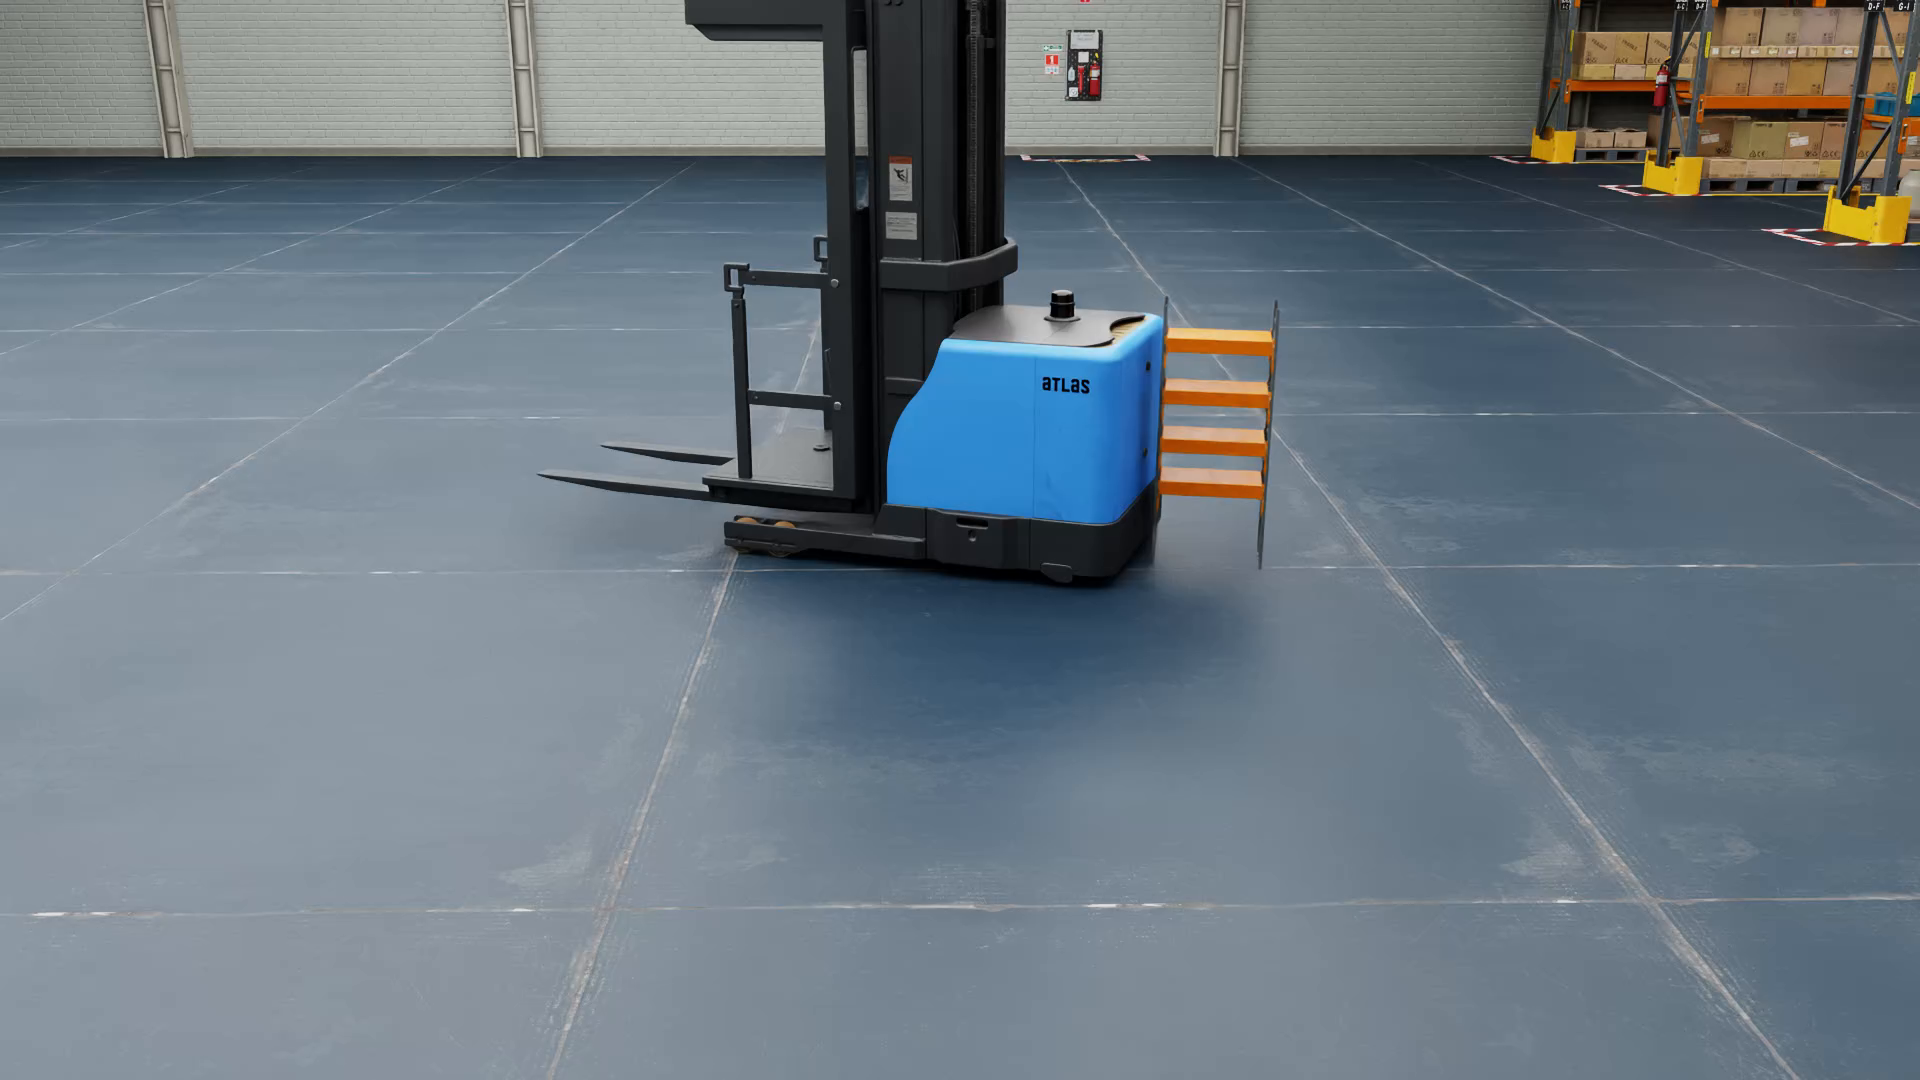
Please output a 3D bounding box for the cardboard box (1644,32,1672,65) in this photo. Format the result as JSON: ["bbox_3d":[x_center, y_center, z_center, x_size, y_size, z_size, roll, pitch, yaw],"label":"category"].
[{"bbox_3d":[11.407,-8.060,27.248,0.500,0.500,0.500,-1,18,-3],"label":"cardboard box"}]

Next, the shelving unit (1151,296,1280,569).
[{"bbox_3d":[1.157,-0.486,7.583,0.503,1.200,0.258,3,19,7],"label":"shelving unit"}]

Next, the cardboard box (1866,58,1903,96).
[{"bbox_3d":[12.523,-6.399,22.920,0.500,0.500,0.700,0,18,0],"label":"cardboard box"}]

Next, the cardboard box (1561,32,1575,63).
[{"bbox_3d":[10.382,-8.217,27.737,0.500,0.500,0.500,0,18,-1],"label":"cardboard box"}]

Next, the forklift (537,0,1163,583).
[{"bbox_3d":[-0.589,-1.459,7.797,3.031,2.935,1.130,6,19,18],"label":"forklift"}]

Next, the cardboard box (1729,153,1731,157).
[{"bbox_3d":[11.027,-5.331,23.570,0.500,0.250,0.500,0,18,-1],"label":"cardboard box"}]

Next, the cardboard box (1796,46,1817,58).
[{"bbox_3d":[11.424,-6.640,22.609,0.250,0.149,0.380,-1,18,-3],"label":"cardboard box"}]

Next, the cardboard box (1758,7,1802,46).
[{"bbox_3d":[11.041,-7.010,22.701,0.500,0.500,0.700,-1,18,-2],"label":"cardboard box"}]

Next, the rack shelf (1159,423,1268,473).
[{"bbox_3d":[1.156,-0.422,7.604,0.480,0.148,0.258,3,19,7],"label":"rack shelf"}]

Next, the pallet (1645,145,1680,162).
[{"bbox_3d":[12.019,-6.525,28.043,1.213,0.211,1.003,0,18,-1],"label":"pallet"}]

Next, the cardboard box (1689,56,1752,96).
[{"bbox_3d":[10.463,-6.388,22.885,0.500,0.500,0.700,0,18,-1],"label":"cardboard box"}]

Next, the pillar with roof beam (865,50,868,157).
[{"bbox_3d":[-1.331,-9.606,23.260,0.400,9.000,9.100,0,18,-1],"label":"pillar with roof beam"}]

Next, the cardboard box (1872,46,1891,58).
[{"bbox_3d":[12.457,-6.645,22.626,0.250,0.149,0.380,0,18,1],"label":"cardboard box"}]

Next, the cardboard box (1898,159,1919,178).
[{"bbox_3d":[13.035,-5.183,23.108,0.500,0.250,0.500,0,18,-1],"label":"cardboard box"}]

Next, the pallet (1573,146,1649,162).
[{"bbox_3d":[10.803,-6.520,28.028,1.213,0.211,1.003,0,18,-1],"label":"pallet"}]

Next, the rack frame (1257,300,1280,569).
[{"bbox_3d":[1.399,-0.472,7.551,0.015,1.200,0.240,3,19,7],"label":"rack frame"}]

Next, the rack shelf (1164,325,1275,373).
[{"bbox_3d":[1.161,-0.858,7.459,0.480,0.148,0.258,3,19,7],"label":"rack shelf"}]

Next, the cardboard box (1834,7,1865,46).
[{"bbox_3d":[12.046,-7.015,22.717,0.500,0.500,0.700,0,18,-1],"label":"cardboard box"}]

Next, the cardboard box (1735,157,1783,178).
[{"bbox_3d":[11.035,-5.170,23.069,0.500,0.250,0.500,0,18,-1],"label":"cardboard box"}]

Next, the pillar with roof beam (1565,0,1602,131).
[{"bbox_3d":[10.668,-9.664,23.441,0.400,9.000,9.100,0,18,-1],"label":"pillar with roof beam"}]

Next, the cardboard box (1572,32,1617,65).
[{"bbox_3d":[10.396,-8.060,27.248,0.500,0.500,0.500,0,18,-1],"label":"cardboard box"}]

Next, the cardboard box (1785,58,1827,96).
[{"bbox_3d":[11.484,-6.392,22.900,0.500,0.500,0.700,0,18,0],"label":"cardboard box"}]

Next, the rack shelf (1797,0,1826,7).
[{"bbox_3d":[15.913,-8.969,27.364,4.000,0.370,1.077,0,18,-1],"label":"rack shelf"}]

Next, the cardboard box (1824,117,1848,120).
[{"bbox_3d":[12.527,-5.697,23.483,0.500,0.500,0.500,0,18,-1],"label":"cardboard box"}]

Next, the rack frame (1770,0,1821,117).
[{"bbox_3d":[13.913,-7.874,27.682,0.127,3.000,1.000,0,18,-1],"label":"rack frame"}]

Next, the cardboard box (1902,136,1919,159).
[{"bbox_3d":[13.035,-5.541,22.996,0.500,0.500,0.500,0,18,-1],"label":"cardboard box"}]

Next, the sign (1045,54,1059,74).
[{"bbox_3d":[1.575,-8.139,28.449,0.234,0.329,0.001,0,18,-1],"label":"sign"}]

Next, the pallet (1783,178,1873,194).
[{"bbox_3d":[11.976,-5.035,23.398,1.213,0.211,1.003,0,18,-1],"label":"pallet"}]

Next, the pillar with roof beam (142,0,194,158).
[{"bbox_3d":[-13.329,-9.548,23.080,0.400,9.000,9.100,0,18,-1],"label":"pillar with roof beam"}]

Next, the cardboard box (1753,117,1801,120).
[{"bbox_3d":[11.527,-5.692,23.467,0.500,0.500,0.500,0,18,-1],"label":"cardboard box"}]

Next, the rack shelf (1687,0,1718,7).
[{"bbox_3d":[11.995,-7.437,22.587,4.000,0.370,1.077,0,18,-1],"label":"rack shelf"}]

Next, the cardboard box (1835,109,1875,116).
[{"bbox_3d":[15.089,-7.262,27.919,0.500,0.250,0.500,-1,18,-2],"label":"cardboard box"}]

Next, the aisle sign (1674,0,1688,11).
[{"bbox_3d":[9.925,-7.669,22.787,0.004,0.787,0.394,0,18,-1],"label":"aisle sign"}]

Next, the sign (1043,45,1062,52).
[{"bbox_3d":[1.579,-8.388,28.360,0.331,0.109,0.001,0,18,-1],"label":"sign"}]

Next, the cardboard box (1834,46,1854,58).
[{"bbox_3d":[11.928,-6.641,22.614,0.250,0.149,0.380,0,18,0],"label":"cardboard box"}]

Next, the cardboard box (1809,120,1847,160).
[{"bbox_3d":[12.035,-5.530,22.963,0.500,0.500,0.500,0,18,-1],"label":"cardboard box"}]

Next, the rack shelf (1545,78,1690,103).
[{"bbox_3d":[11.913,-7.522,27.762,4.000,0.370,1.077,0,18,-1],"label":"rack shelf"}]

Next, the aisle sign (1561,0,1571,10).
[{"bbox_3d":[9.847,-9.000,26.938,0.004,0.787,0.394,0,18,-1],"label":"aisle sign"}]

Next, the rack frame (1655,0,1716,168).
[{"bbox_3d":[9.996,-6.342,22.906,0.127,3.000,1.000,0,18,-1],"label":"rack frame"}]

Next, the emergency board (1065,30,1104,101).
[{"bbox_3d":[2.129,-8.093,28.365,0.643,1.169,0.194,0,18,-1],"label":"emergency board"}]

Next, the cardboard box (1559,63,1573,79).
[{"bbox_3d":[10.378,-7.854,27.833,0.500,0.250,0.500,0,18,0],"label":"cardboard box"}]

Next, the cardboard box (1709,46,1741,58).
[{"bbox_3d":[10.391,-6.634,22.592,0.250,0.149,0.380,0,18,-1],"label":"cardboard box"}]

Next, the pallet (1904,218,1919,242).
[{"bbox_3d":[10.958,-3.518,18.669,1.213,0.211,1.003,0,18,-1],"label":"pallet"}]

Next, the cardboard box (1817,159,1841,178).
[{"bbox_3d":[12.035,-5.174,23.079,0.500,0.250,0.500,0,18,-1],"label":"cardboard box"}]

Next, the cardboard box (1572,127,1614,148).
[{"bbox_3d":[10.607,-6.760,27.890,0.500,0.311,0.500,-2,18,-7],"label":"cardboard box"}]

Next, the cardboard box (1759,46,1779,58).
[{"bbox_3d":[10.905,-6.637,22.601,0.250,0.149,0.380,0,18,-1],"label":"cardboard box"}]

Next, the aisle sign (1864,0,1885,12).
[{"bbox_3d":[9.993,-6.157,18.074,0.004,0.787,0.394,0,18,-1],"label":"aisle sign"}]

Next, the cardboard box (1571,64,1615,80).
[{"bbox_3d":[10.407,-7.698,27.347,0.500,0.250,0.500,-1,18,-2],"label":"cardboard box"}]

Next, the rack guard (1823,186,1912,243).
[{"bbox_3d":[10.145,-3.653,18.617,0.348,0.500,1.175,0,18,-1],"label":"rack guard"}]

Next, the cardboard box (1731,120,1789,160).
[{"bbox_3d":[11.035,-5.527,22.953,0.500,0.500,0.500,0,18,-1],"label":"cardboard box"}]

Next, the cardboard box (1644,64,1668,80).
[{"bbox_3d":[11.435,-7.705,27.370,0.500,0.250,0.500,-1,18,-2],"label":"cardboard box"}]

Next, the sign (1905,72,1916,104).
[{"bbox_3d":[10.074,-4.792,17.623,0.005,0.325,0.100,0,18,-1],"label":"sign"}]

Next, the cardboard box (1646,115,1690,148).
[{"bbox_3d":[11.911,-6.841,27.833,0.500,0.500,0.700,-1,18,-4],"label":"cardboard box"}]
